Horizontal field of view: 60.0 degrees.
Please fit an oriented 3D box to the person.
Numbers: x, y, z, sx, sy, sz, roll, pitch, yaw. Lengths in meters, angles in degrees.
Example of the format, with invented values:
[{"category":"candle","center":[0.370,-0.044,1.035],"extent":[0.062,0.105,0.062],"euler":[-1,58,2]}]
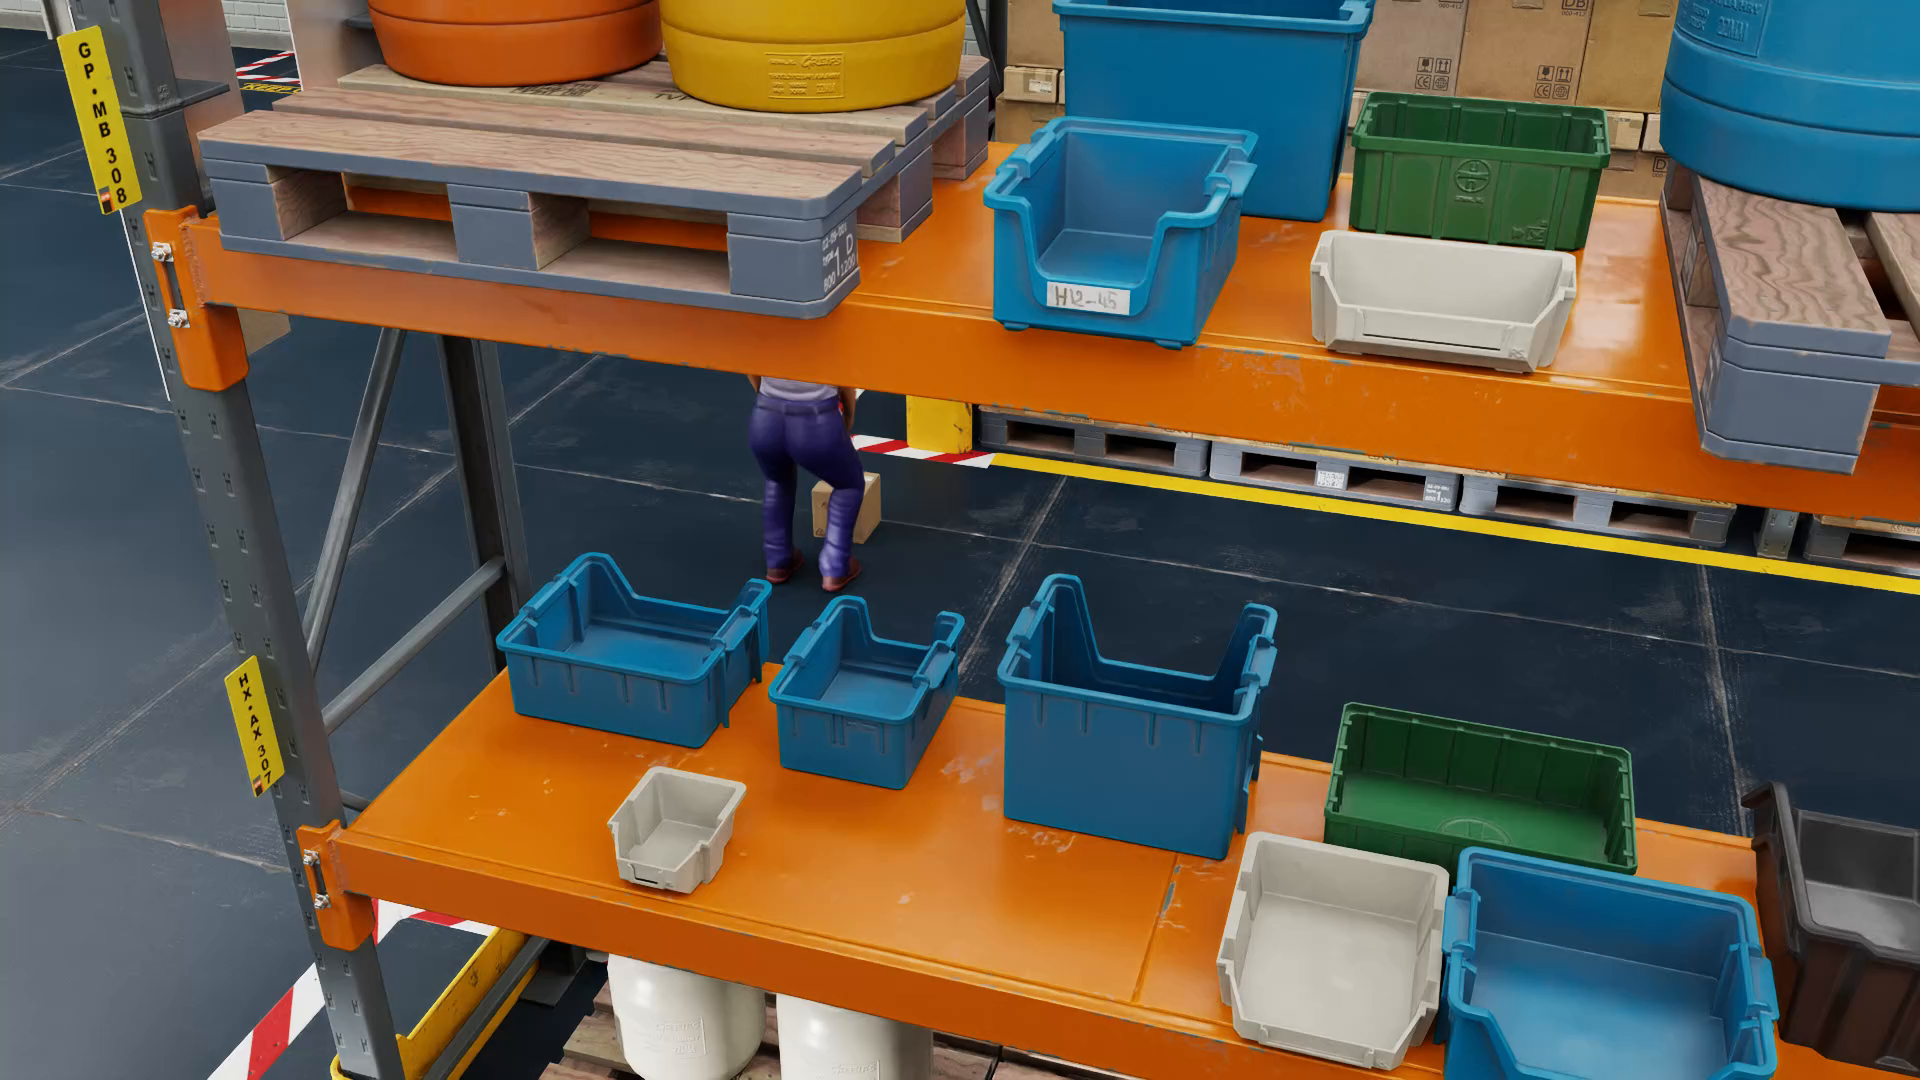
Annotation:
[{"category":"person","center":[-0.700,-0.505,7.175],"extent":[0.519,1.529,0.507],"euler":[9,31,16]}]
